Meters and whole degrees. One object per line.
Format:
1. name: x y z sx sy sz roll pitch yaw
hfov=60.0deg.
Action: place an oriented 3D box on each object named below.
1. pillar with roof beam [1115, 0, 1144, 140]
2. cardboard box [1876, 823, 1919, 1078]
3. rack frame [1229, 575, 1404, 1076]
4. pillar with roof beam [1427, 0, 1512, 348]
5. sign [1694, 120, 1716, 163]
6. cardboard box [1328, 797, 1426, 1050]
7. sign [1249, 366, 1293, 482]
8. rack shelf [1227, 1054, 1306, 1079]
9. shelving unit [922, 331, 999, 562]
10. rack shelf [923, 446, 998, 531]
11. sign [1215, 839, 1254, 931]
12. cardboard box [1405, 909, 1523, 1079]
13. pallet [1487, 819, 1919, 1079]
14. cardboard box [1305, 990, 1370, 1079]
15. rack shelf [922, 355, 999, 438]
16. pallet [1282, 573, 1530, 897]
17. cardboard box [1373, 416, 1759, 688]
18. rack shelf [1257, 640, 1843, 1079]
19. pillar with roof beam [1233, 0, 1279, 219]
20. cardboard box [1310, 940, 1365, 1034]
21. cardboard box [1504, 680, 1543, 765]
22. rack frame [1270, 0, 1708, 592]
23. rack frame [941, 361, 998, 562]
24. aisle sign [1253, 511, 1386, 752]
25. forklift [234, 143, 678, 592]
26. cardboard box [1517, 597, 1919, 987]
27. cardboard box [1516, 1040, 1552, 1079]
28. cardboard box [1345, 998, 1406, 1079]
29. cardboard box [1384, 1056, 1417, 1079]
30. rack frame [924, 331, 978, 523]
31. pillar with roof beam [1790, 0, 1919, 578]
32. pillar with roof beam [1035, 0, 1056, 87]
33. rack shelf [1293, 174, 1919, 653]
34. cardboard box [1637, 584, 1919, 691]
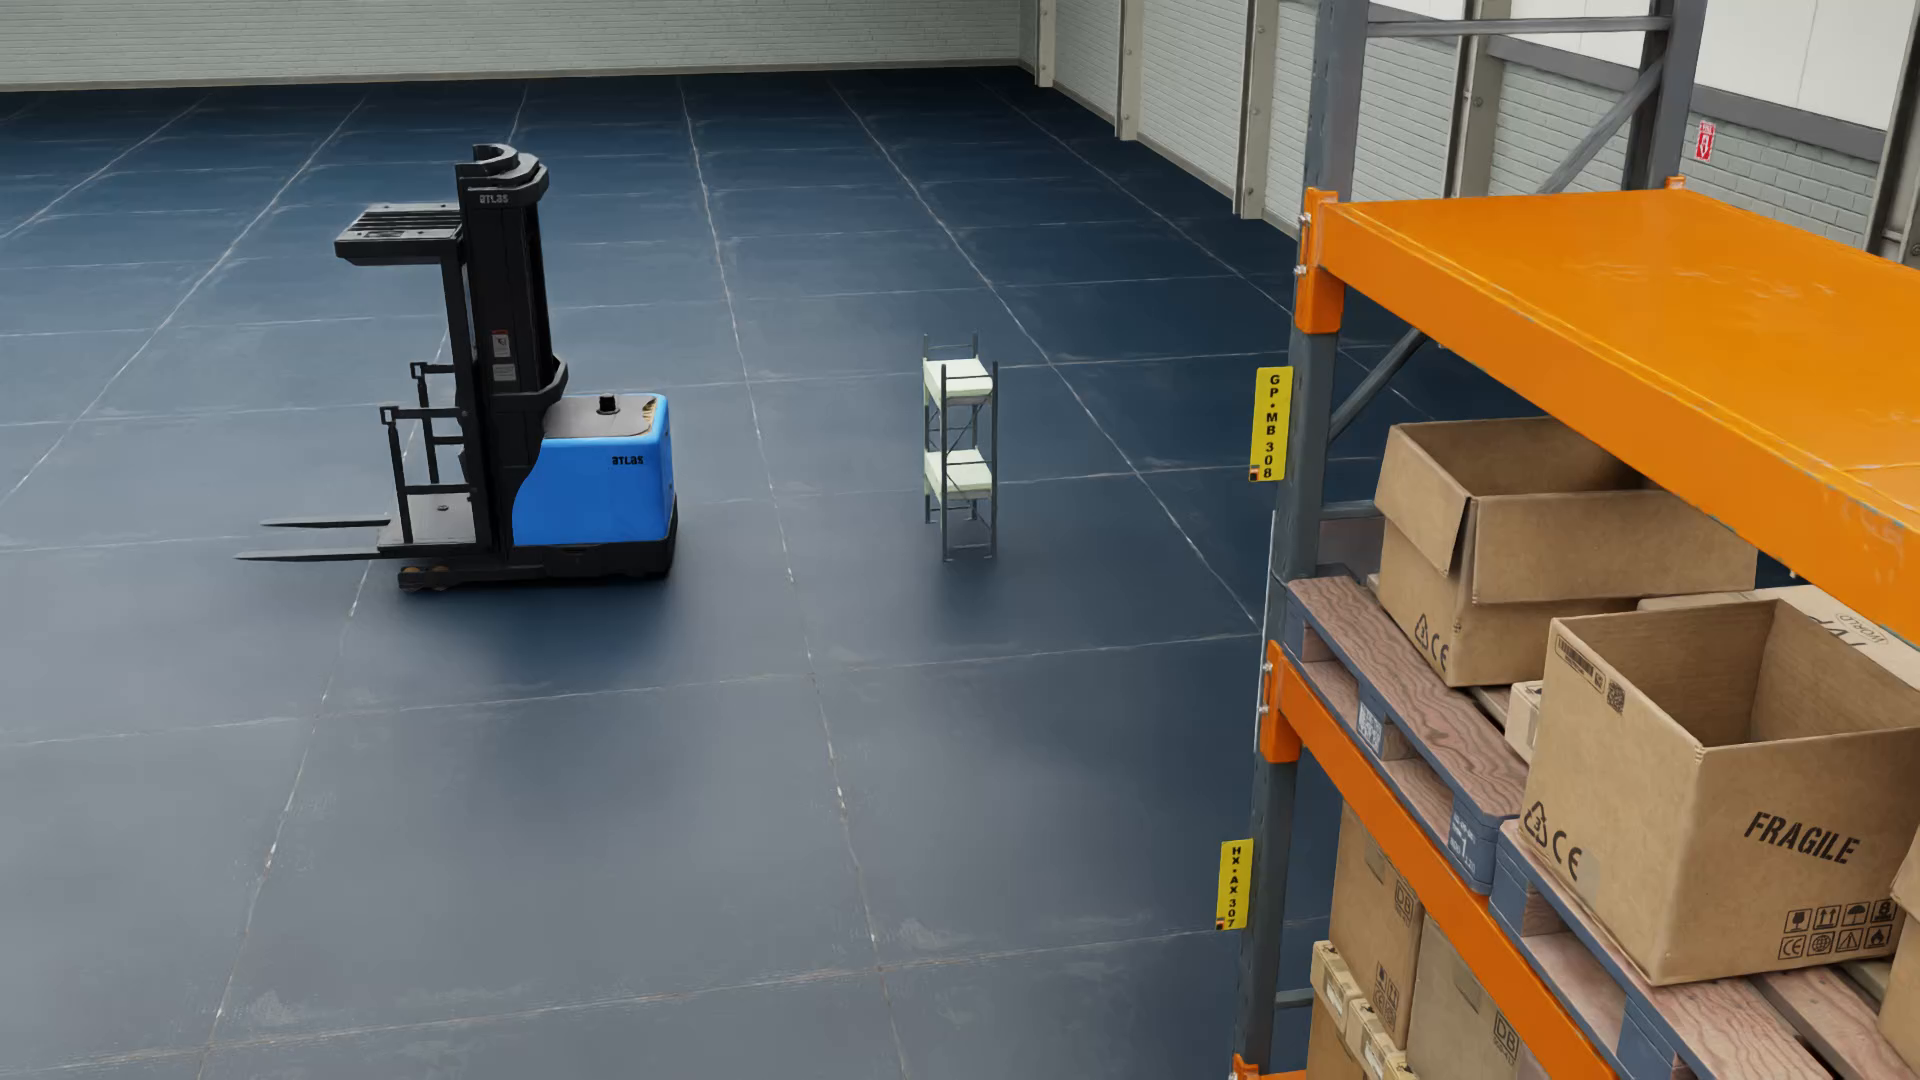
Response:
1. pillar with roof beam: -1.429 -10.569 25.448 9.100 9.000 0.400 -4 24 -10
2. cardboard box: 1.951 0.697 2.574 0.797 0.503 0.637 -2 24 -4
3. rack frame: 1.392 1.459 5.405 1.000 3.000 0.127 -4 24 -10
4. pillar with roof beam: 0.790 -5.849 14.641 9.100 9.000 0.400 -4 24 -10
5. sign: 5.807 -3.106 12.959 0.001 0.298 0.199 -4 24 -10
6. cardboard box: 1.476 1.024 4.655 0.700 0.500 0.500 -4 24 -10
7. sign: 0.846 -0.314 4.525 0.100 0.325 0.005 -4 24 -10
8. rack shelf: 1.762 2.575 3.747 1.077 0.370 4.000 -4 24 -10
9. shelving unit: -0.001 -0.690 12.198 0.431 1.500 0.755 -4 24 -10
10. rack shelf: -0.001 -0.391 12.329 0.431 0.370 0.720 -4 24 -10
11. sign: 0.846 1.065 5.127 0.100 0.325 0.005 -4 24 -10
12. cardboard box: 1.578 1.230 4.182 0.700 0.500 0.500 -5 24 -11
13. pallet: 1.727 0.886 3.080 1.003 0.211 1.213 -4 24 -10
14. cardboard box: 1.466 1.598 4.962 0.700 0.500 0.500 -4 24 -10
15. rack shelf: -0.001 -1.048 12.042 0.431 0.370 0.720 -4 24 -10
16. pallet: 1.498 0.405 4.181 1.003 0.211 1.213 -4 24 -10
17. cardboard box: 1.494 0.007 4.153 0.797 0.503 0.637 -3 24 -6
18. rack shelf: 1.762 1.201 3.147 1.077 0.370 4.000 -4 24 -10
19. pillar with roof beam: -0.320 -8.209 20.044 9.100 9.000 0.400 -4 24 -10
20. cardboard box: 1.253 1.286 4.865 0.380 0.149 0.250 -4 24 -10
21. cardboard box: 1.437 0.419 3.653 0.380 0.149 0.250 -4 24 -10
22. rack frame: 1.392 -1.290 4.204 1.000 3.000 0.127 -4 24 -10
23. rack frame: 0.066 -0.546 11.869 0.400 1.500 0.023 -4 24 -10
24. aisle sign: 1.079 0.264 4.892 0.394 0.787 0.004 -4 24 -10
25. forklift: -3.614 -1.204 11.587 3.031 2.935 1.130 -2 24 -5
26. cardboard box: 1.431 0.455 3.130 0.500 0.500 0.500 -4 24 -10
27. cardboard box: 1.672 1.429 3.728 0.700 0.500 0.500 -4 24 -10
28. cardboard box: 1.305 1.390 4.628 0.380 0.149 0.250 -5 24 -11
29. cardboard box: 1.350 1.488 4.403 0.380 0.149 0.250 -4 24 -10
30. rack frame: -0.069 -0.834 12.528 0.400 1.500 0.023 -4 24 -10
31. pillar with roof beam: 1.899 -3.489 9.237 9.100 9.000 0.400 -4 24 -10
32. pillar with roof beam: -2.539 -12.929 30.851 9.100 9.000 0.400 -4 24 -10
33. rack shelf: 1.762 0.009 2.627 1.077 0.370 4.000 -4 24 -10
34. cardboard box: 1.864 0.330 3.730 0.500 0.250 0.500 -4 24 -10
